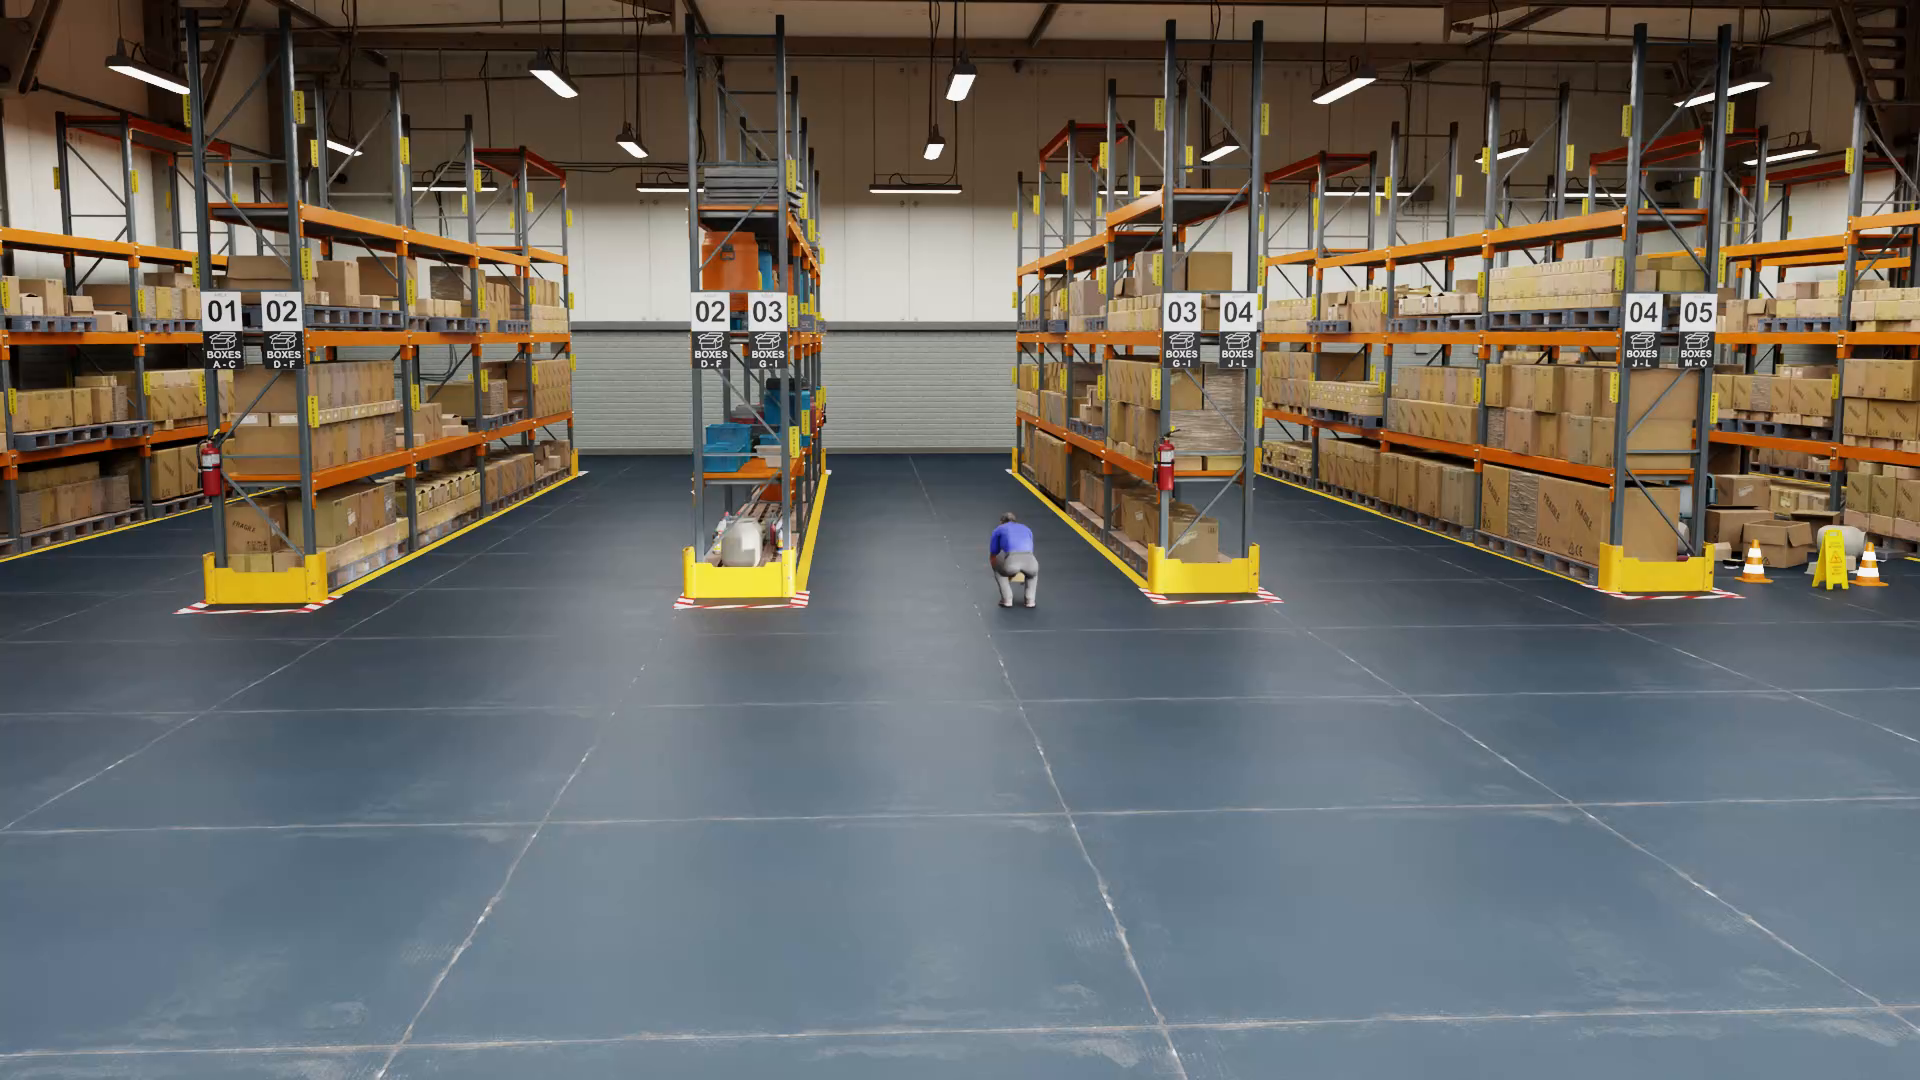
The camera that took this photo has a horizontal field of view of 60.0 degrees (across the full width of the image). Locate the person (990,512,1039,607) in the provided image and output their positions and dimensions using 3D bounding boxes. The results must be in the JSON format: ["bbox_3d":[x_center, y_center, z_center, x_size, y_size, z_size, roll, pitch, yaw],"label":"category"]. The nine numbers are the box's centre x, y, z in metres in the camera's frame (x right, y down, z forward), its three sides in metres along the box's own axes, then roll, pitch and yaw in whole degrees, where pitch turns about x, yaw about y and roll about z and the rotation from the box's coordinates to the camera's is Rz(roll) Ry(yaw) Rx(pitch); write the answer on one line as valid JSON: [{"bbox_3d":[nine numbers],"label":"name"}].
[{"bbox_3d":[0.561,0.202,17.130,0.482,0.936,0.824,0,7,-4],"label":"person"}]
